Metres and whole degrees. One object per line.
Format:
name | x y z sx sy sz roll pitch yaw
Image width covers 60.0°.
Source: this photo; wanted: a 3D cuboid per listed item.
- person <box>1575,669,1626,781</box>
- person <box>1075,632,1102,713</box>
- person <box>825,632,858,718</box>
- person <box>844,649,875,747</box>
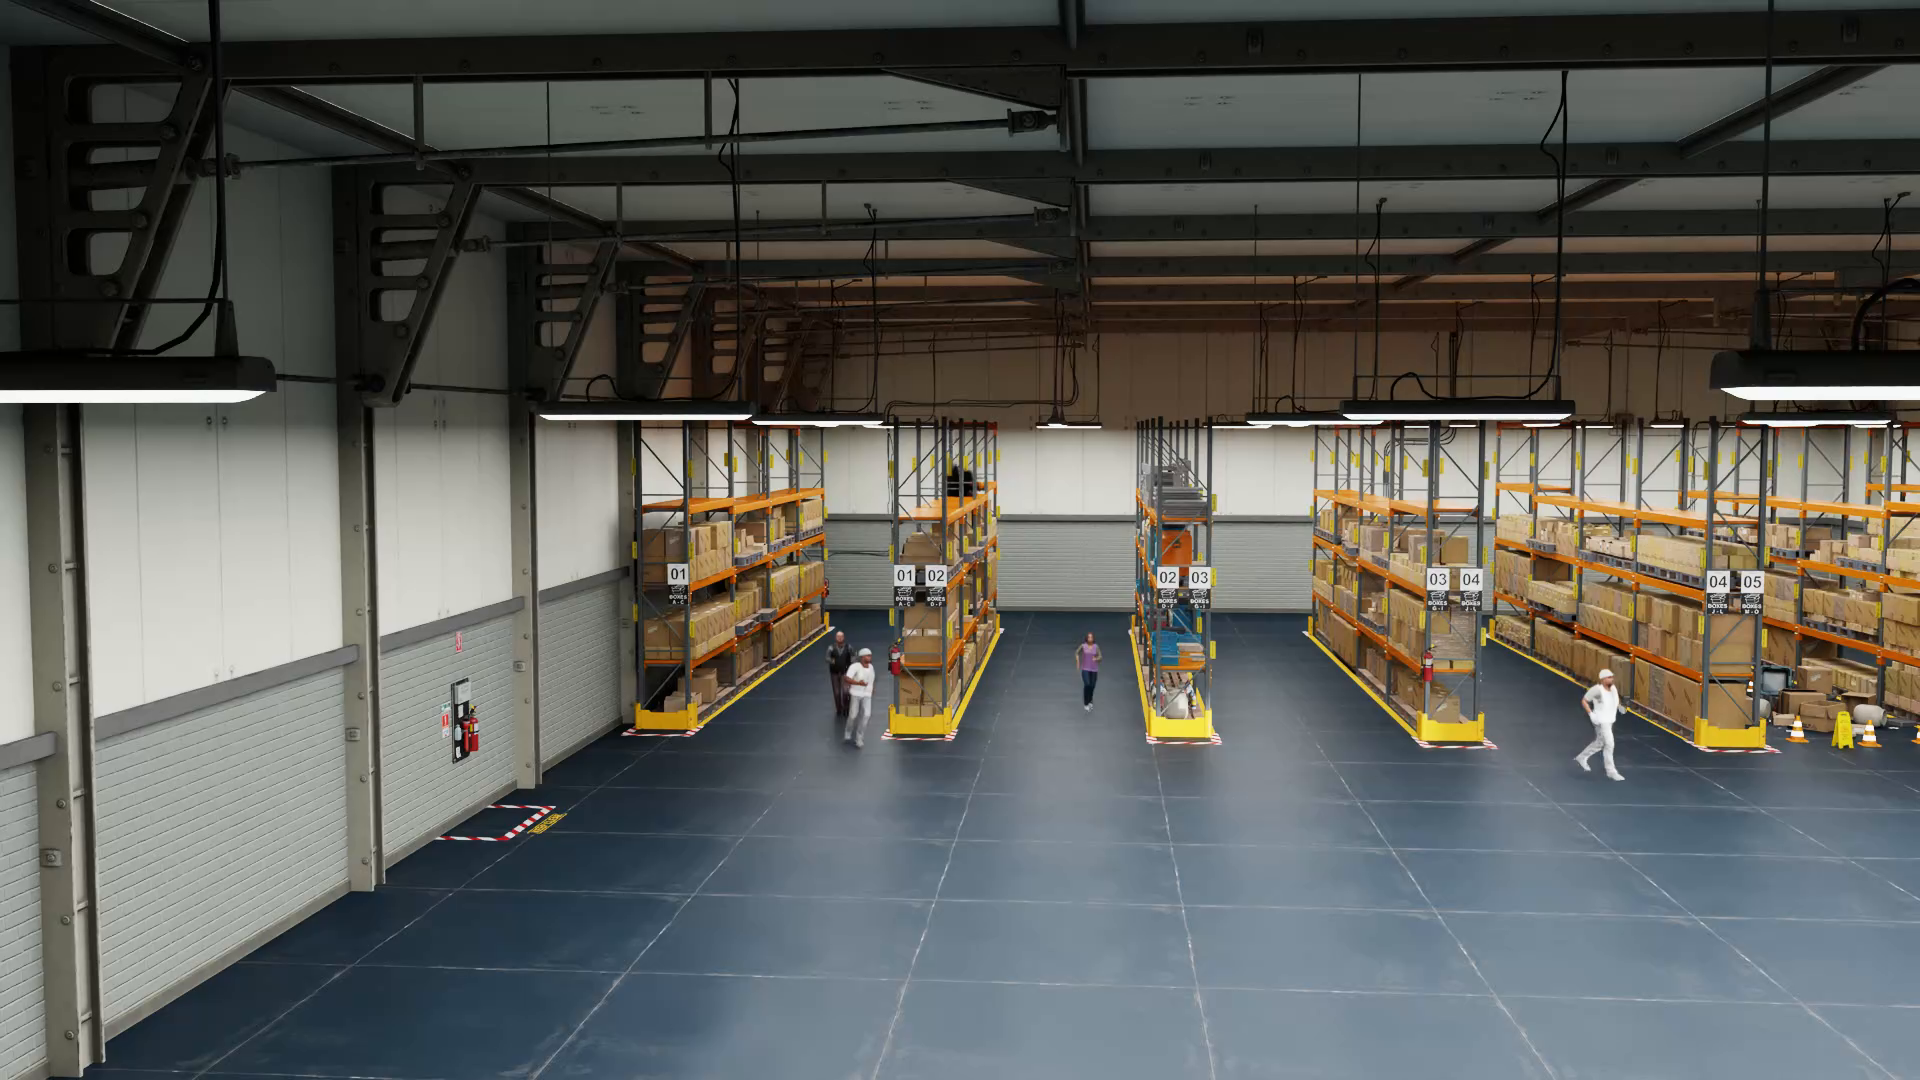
person | 10.611 3.013 27.497 0.656 1.789 0.923 -3 5 -40
person | 2.639 2.703 33.991 0.503 1.644 0.710 -1 4 -10
person | -2.380 2.703 33.240 0.641 1.728 0.658 0 4 0
person | -1.777 2.869 30.514 0.691 1.735 0.801 -2 4 -25
